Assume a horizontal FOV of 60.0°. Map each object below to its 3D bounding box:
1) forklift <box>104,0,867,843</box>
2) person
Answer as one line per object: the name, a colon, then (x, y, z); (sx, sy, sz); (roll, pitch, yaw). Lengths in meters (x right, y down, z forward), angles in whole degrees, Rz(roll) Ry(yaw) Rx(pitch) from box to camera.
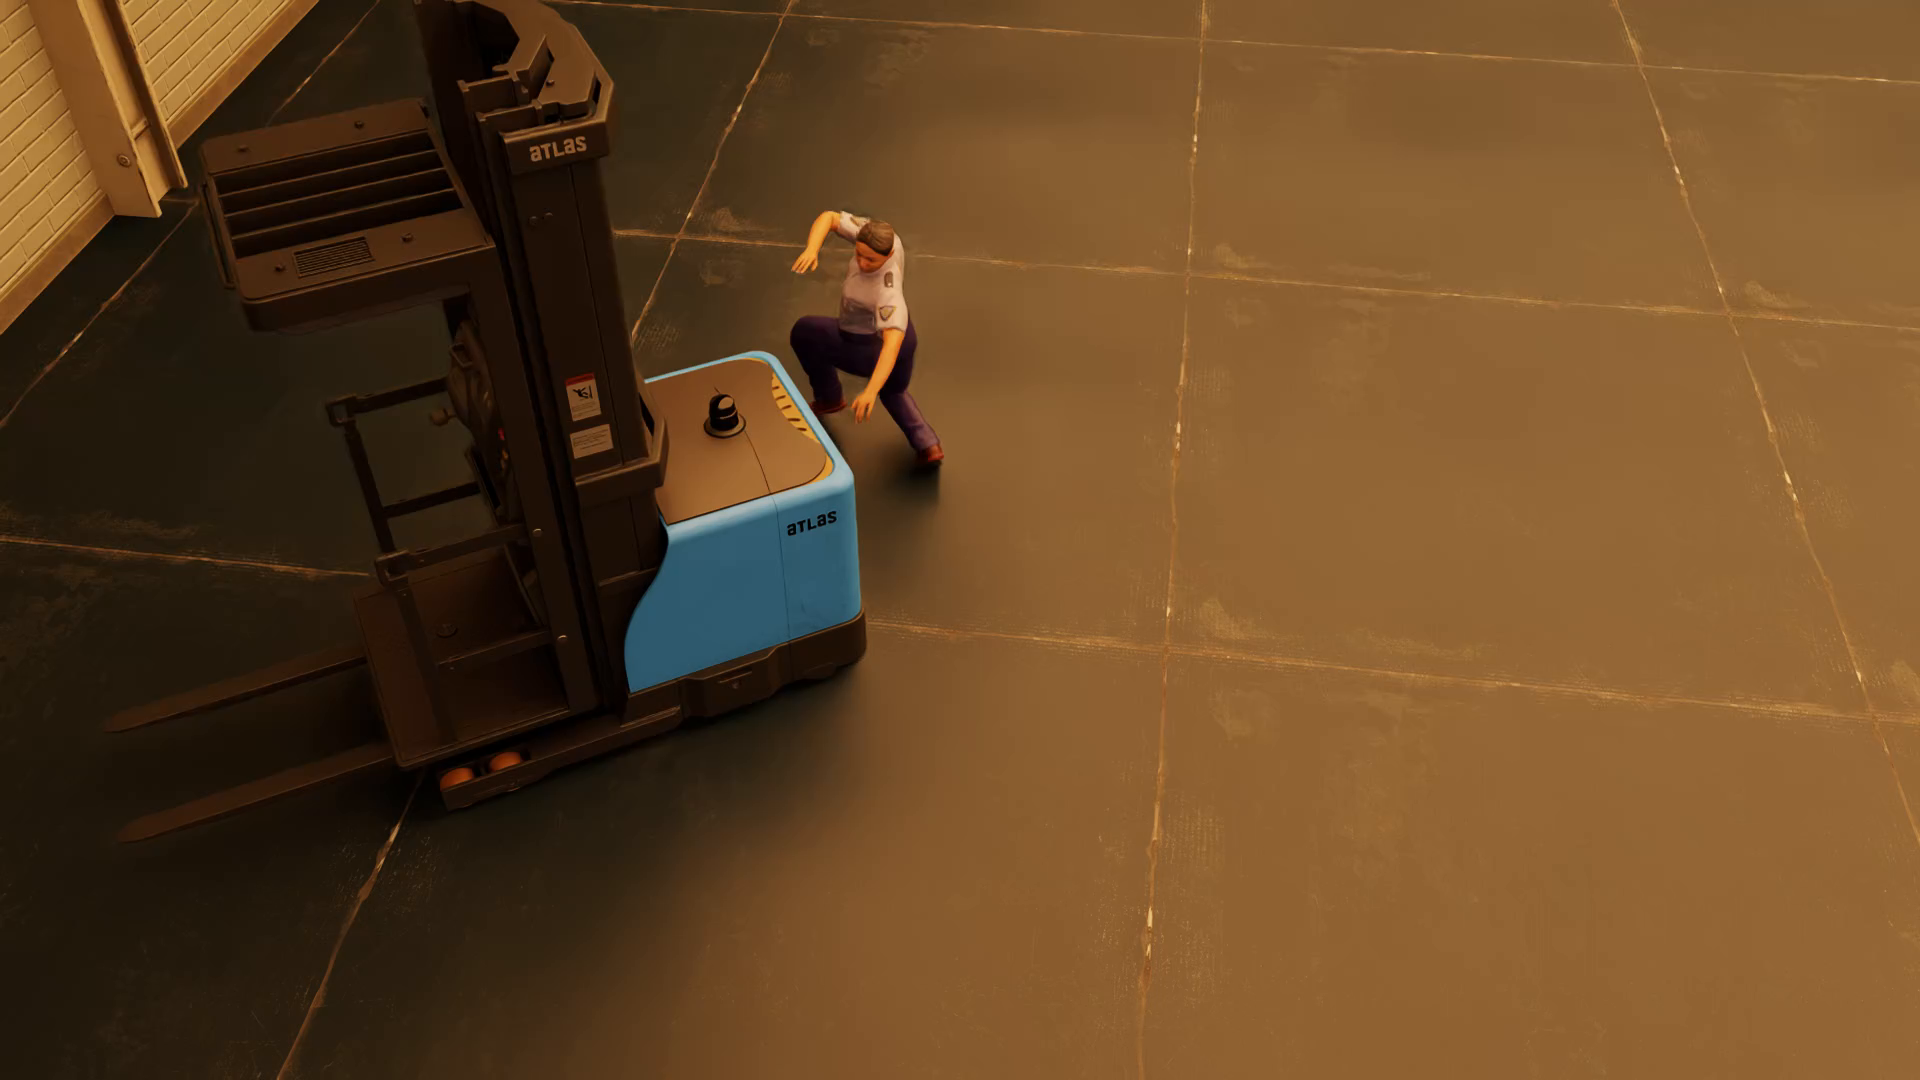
forklift: (-1.966, -0.409, 6.170); (3.031, 2.935, 1.130); (-18, 45, -18)
person: (-0.529, -0.887, 7.866); (0.950, 1.362, 0.842); (23, 47, 23)
